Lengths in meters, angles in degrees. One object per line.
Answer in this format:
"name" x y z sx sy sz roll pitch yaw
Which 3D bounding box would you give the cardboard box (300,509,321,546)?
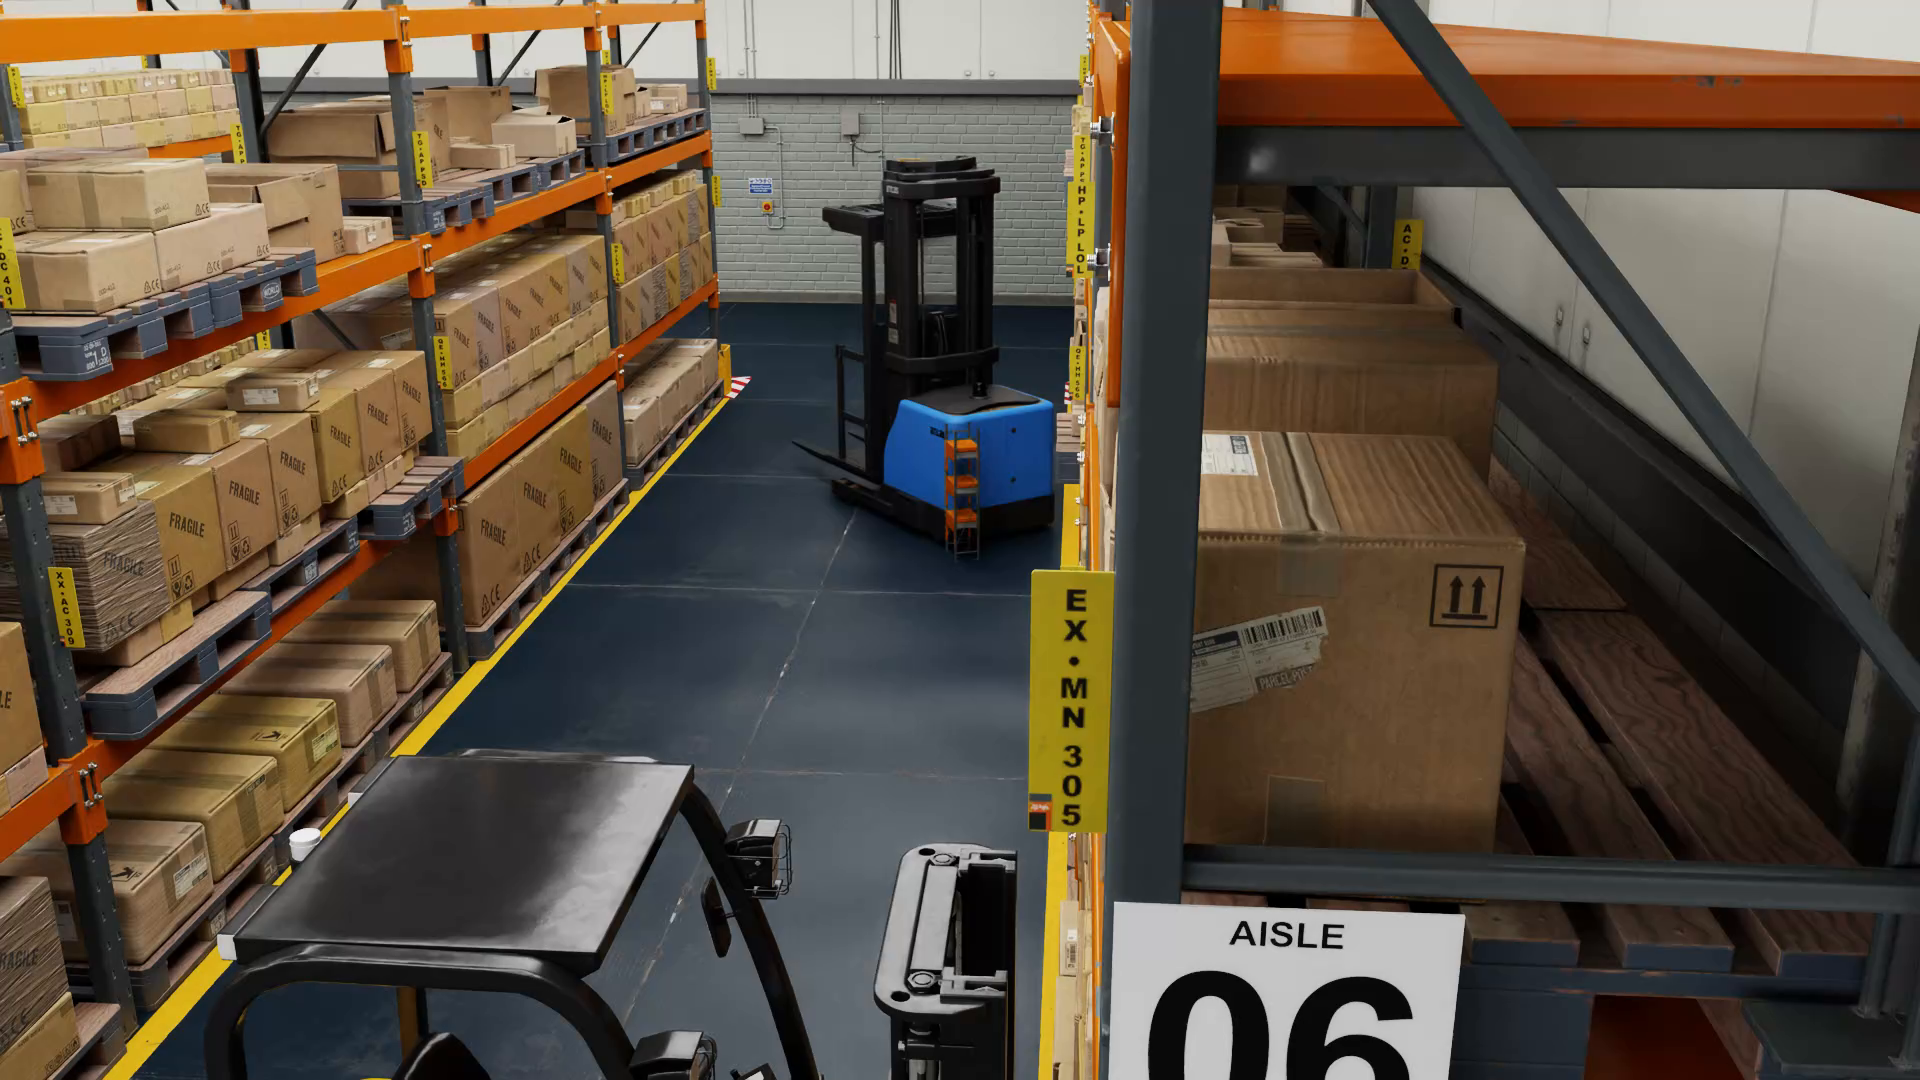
"cardboard box" -3.528 -0.070 8.547 0.380 0.149 0.250 1 18 2

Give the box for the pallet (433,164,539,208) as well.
"pallet" -3.637 -2.464 11.611 1.003 0.211 1.213 2 18 6

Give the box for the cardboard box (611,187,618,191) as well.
"cardboard box" -3.543 -3.388 16.139 0.380 0.149 0.250 1 18 4

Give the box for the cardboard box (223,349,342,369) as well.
"cardboard box" -3.970 -0.833 9.836 0.500 0.500 0.500 1 18 2

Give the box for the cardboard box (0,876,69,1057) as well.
"cardboard box" -3.769 1.603 6.250 0.500 0.500 0.500 1 18 3

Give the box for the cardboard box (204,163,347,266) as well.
"cardboard box" -3.785 -1.758 8.994 0.700 0.500 0.500 1 18 4

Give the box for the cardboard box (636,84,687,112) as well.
"cardboard box" -3.076 -4.524 17.000 0.500 0.250 0.500 0 18 -1

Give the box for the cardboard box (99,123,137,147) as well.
"cardboard box" -7.985 -3.710 15.352 0.500 0.250 0.500 2 18 6

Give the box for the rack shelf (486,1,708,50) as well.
"rack shelf" -3.277 -4.762 15.302 1.077 0.370 4.000 1 18 4

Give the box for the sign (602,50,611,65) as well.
"sign" -3.687 -4.957 17.385 0.100 0.325 0.005 1 18 4

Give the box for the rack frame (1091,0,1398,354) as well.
"rack frame" 0.957 -2.078 5.314 1.000 3.000 0.127 1 18 4

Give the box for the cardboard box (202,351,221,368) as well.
"cardboard box" -7.912 -1.862 17.236 0.380 0.149 0.250 1 18 2

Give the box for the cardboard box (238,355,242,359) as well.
"cardboard box" -7.904 -1.879 17.767 0.380 0.149 0.250 1 18 3

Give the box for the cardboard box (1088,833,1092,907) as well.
"cardboard box" 0.552 0.907 4.636 0.380 0.149 0.250 1 18 2

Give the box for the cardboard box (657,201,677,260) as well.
"cardboard box" -3.016 -2.959 15.870 0.500 0.500 0.500 1 18 4

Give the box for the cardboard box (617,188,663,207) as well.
"cardboard box" -3.011 -3.218 15.617 0.380 0.149 0.250 1 18 4

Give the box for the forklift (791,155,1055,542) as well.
"forklift" -0.462 -1.780 14.147 1.130 2.935 3.031 -12 22 -32

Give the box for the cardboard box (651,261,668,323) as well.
"cardboard box" -3.043 -2.320 15.525 0.500 0.500 0.500 1 18 4

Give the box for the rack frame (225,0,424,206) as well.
"rack frame" -3.707 -3.430 9.440 1.000 3.000 0.127 1 18 4

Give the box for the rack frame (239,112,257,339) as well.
"rack frame" -8.078 -3.143 18.199 1.000 3.000 0.127 1 18 4

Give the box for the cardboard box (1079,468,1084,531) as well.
"cardboard box" 0.876 -0.186 8.612 0.500 0.250 0.500 1 18 3

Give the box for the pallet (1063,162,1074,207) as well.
"pallet" 1.343 -2.525 11.797 1.213 0.211 1.003 1 18 4

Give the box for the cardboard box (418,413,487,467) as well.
"cardboard box" -3.421 -0.655 10.845 0.500 0.250 0.500 1 18 3

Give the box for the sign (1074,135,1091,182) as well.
"sign" 0.703 -2.154 9.531 0.100 0.325 0.005 1 18 4

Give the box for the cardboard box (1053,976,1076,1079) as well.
"cardboard box" 0.563 1.706 5.534 0.500 0.250 0.500 1 18 4

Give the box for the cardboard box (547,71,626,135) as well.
"cardboard box" -3.169 -3.720 14.145 0.500 0.500 0.500 2 18 5

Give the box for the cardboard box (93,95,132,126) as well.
"cardboard box" -8.001 -3.947 15.273 0.500 0.250 0.500 2 18 5

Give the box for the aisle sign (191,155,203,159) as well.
"aisle sign" -8.372 -4.408 17.883 0.394 0.787 0.004 1 18 4

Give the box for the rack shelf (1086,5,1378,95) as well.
"rack shelf" 1.101 -2.168 7.384 1.077 0.370 4.000 1 18 4

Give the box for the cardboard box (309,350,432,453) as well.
"cardboard box" -3.462 -0.821 9.797 0.500 0.500 0.500 1 18 2

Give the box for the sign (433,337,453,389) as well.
"sign" -3.165 -1.083 10.178 0.100 0.325 0.005 1 18 4

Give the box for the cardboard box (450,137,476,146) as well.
"cardboard box" -3.860 -2.951 12.494 0.380 0.166 0.250 0 18 0

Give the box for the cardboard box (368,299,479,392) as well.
"cardboard box" -3.428 -1.250 10.654 0.500 0.500 0.500 1 18 2

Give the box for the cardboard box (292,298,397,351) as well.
"cardboard box" -3.931 -1.269 10.711 0.500 0.500 0.500 1 18 2

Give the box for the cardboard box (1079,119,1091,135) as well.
"cardboard box" 1.020 -2.844 11.559 0.380 0.149 0.250 1 18 4

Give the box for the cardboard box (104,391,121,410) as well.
"cardboard box" -8.086 -1.295 15.506 0.380 0.149 0.250 1 18 3

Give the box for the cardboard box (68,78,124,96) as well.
"cardboard box" -7.960 -4.174 15.325 0.380 0.149 0.250 2 18 7

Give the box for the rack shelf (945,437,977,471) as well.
"rack shelf" 0.018 -0.633 12.791 0.215 0.259 0.240 -5 19 -16

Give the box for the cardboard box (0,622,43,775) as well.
"cardboard box" -3.778 0.617 6.083 0.500 0.500 0.500 1 18 3

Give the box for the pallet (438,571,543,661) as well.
"pallet" -3.576 0.502 11.551 1.003 0.211 1.213 1 18 4

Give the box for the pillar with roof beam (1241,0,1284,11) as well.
"pillar with roof beam" -1.814 -4.855 13.789 9.100 9.000 0.400 1 18 4

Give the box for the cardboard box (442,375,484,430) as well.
"cardboard box" -3.425 -0.898 10.783 0.500 0.250 0.500 1 18 4

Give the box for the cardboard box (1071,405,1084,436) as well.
"cardboard box" 0.908 -0.763 10.662 0.380 0.149 0.250 2 18 5

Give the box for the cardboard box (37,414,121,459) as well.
"cardboard box" -4.153 -0.482 7.723 0.380 0.149 0.250 1 18 2

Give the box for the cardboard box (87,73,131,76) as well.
"cardboard box" -8.388 -4.510 16.349 0.380 0.149 0.250 2 18 5

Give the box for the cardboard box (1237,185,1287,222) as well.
"cardboard box" 1.448 -1.840 8.811 0.500 0.250 0.500 1 18 4

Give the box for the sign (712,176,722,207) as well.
"sign" -2.593 -3.711 17.690 0.100 0.325 0.005 1 18 4

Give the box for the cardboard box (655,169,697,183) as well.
"cardboard box" -2.960 -3.779 17.331 0.380 0.149 0.250 2 18 5

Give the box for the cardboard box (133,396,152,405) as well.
"cardboard box" -8.044 -1.318 16.055 0.380 0.149 0.250 2 18 6

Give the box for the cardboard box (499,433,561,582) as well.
"cardboard box" -3.507 -0.259 12.134 0.875 0.875 0.875 2 18 5

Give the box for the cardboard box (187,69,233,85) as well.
"cardboard box" -7.809 -4.815 17.280 0.380 0.149 0.250 1 18 3

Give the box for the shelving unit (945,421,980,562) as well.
"shelving unit" 0.018 -0.374 12.875 0.215 1.050 0.252 -5 19 -16

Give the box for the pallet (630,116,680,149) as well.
"pallet" -3.261 -3.837 15.641 1.003 0.211 1.213 1 18 4

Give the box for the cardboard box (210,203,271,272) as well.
"cardboard box" -3.503 -1.378 7.560 0.500 0.250 0.500 1 18 3

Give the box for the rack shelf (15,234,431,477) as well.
"rack shelf" -3.851 -1.042 8.124 1.077 0.370 4.000 1 18 4

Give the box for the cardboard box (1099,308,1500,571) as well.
"cardboard box" 0.632 -0.164 3.294 0.700 0.500 0.500 1 18 4
